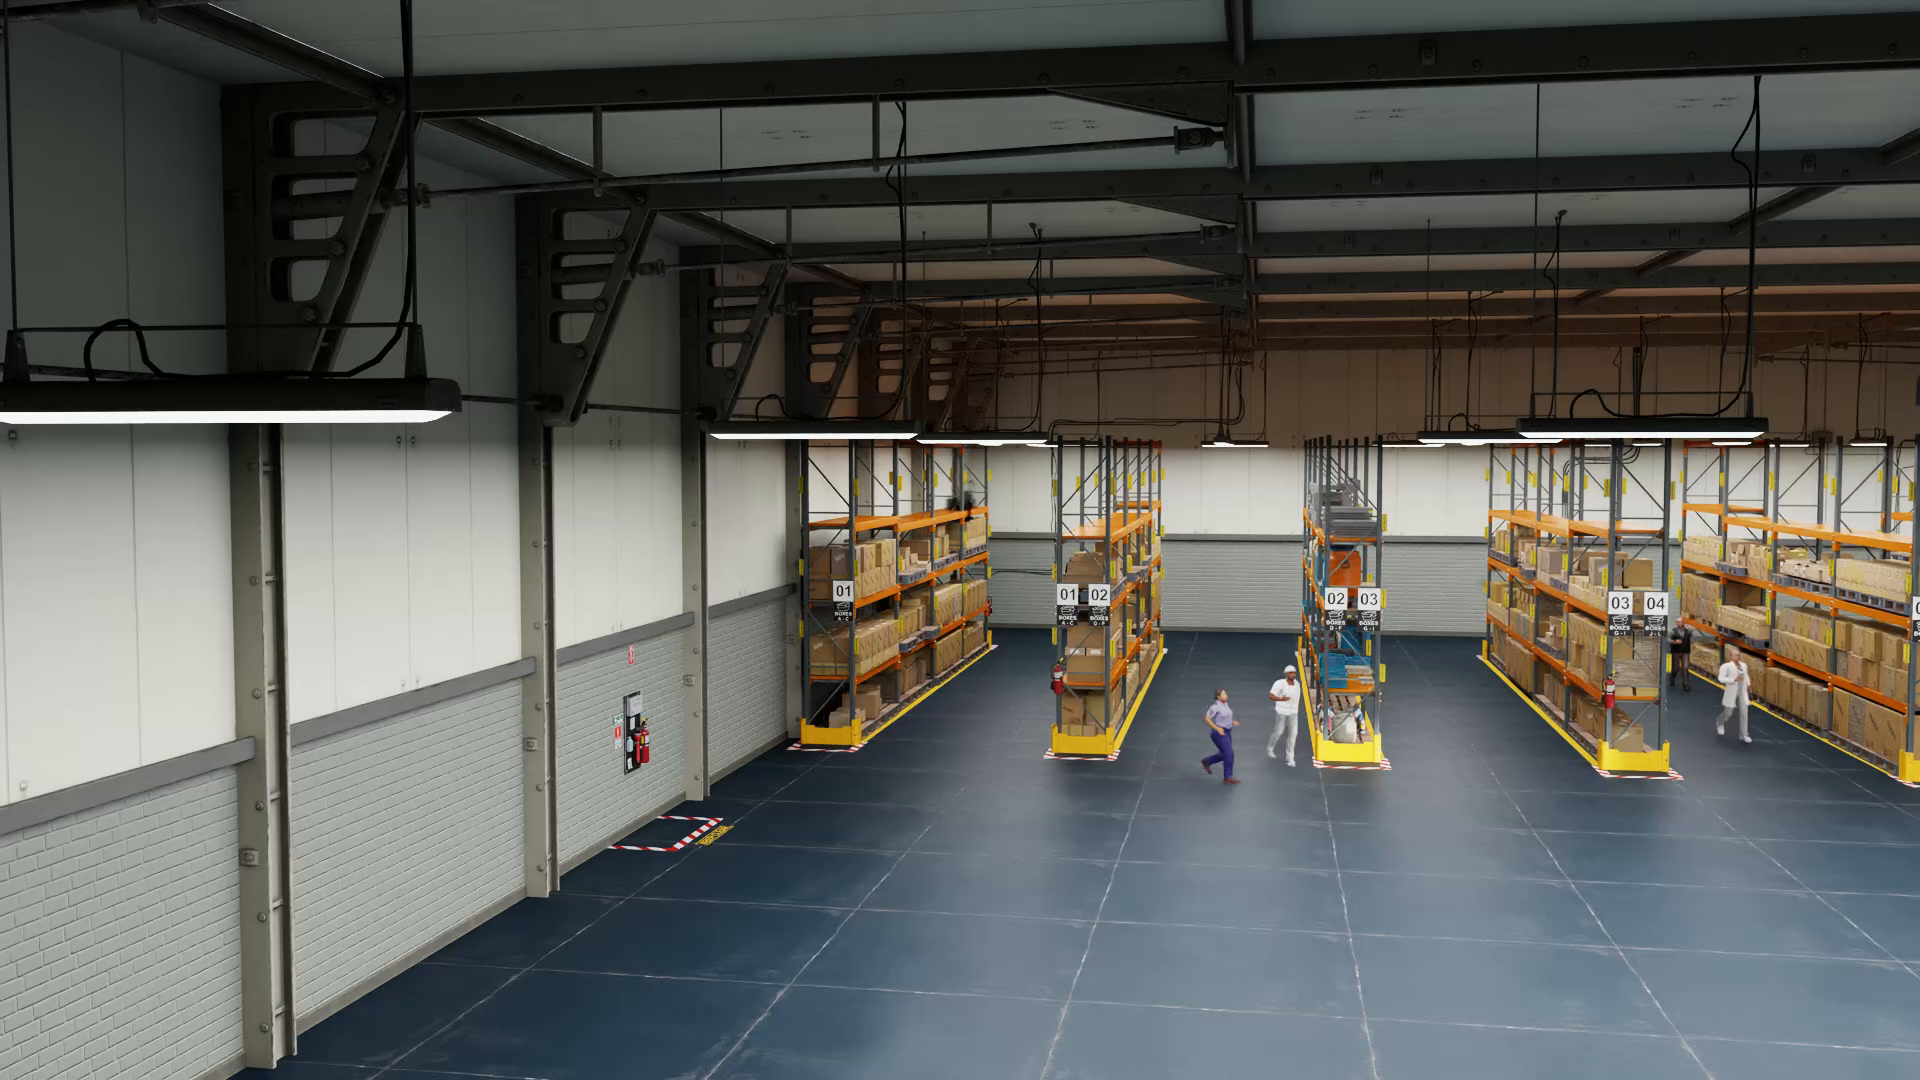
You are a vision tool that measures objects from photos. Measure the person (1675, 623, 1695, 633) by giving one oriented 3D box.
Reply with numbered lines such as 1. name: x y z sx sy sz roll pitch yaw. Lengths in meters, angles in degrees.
1. person: 20.016 2.402 45.737 0.553 1.729 0.739 0 3 5

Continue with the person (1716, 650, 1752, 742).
1. person: 15.278 3.041 32.774 0.714 1.755 1.049 0 3 -2

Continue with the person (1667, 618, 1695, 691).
1. person: 17.135 2.696 39.536 0.666 1.674 1.066 1 3 13

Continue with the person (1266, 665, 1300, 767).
1. person: 5.983 3.190 30.468 0.697 1.806 0.853 -1 3 -17

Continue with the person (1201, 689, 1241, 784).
1. person: 4.490 3.364 28.671 0.774 1.610 0.619 2 4 33
